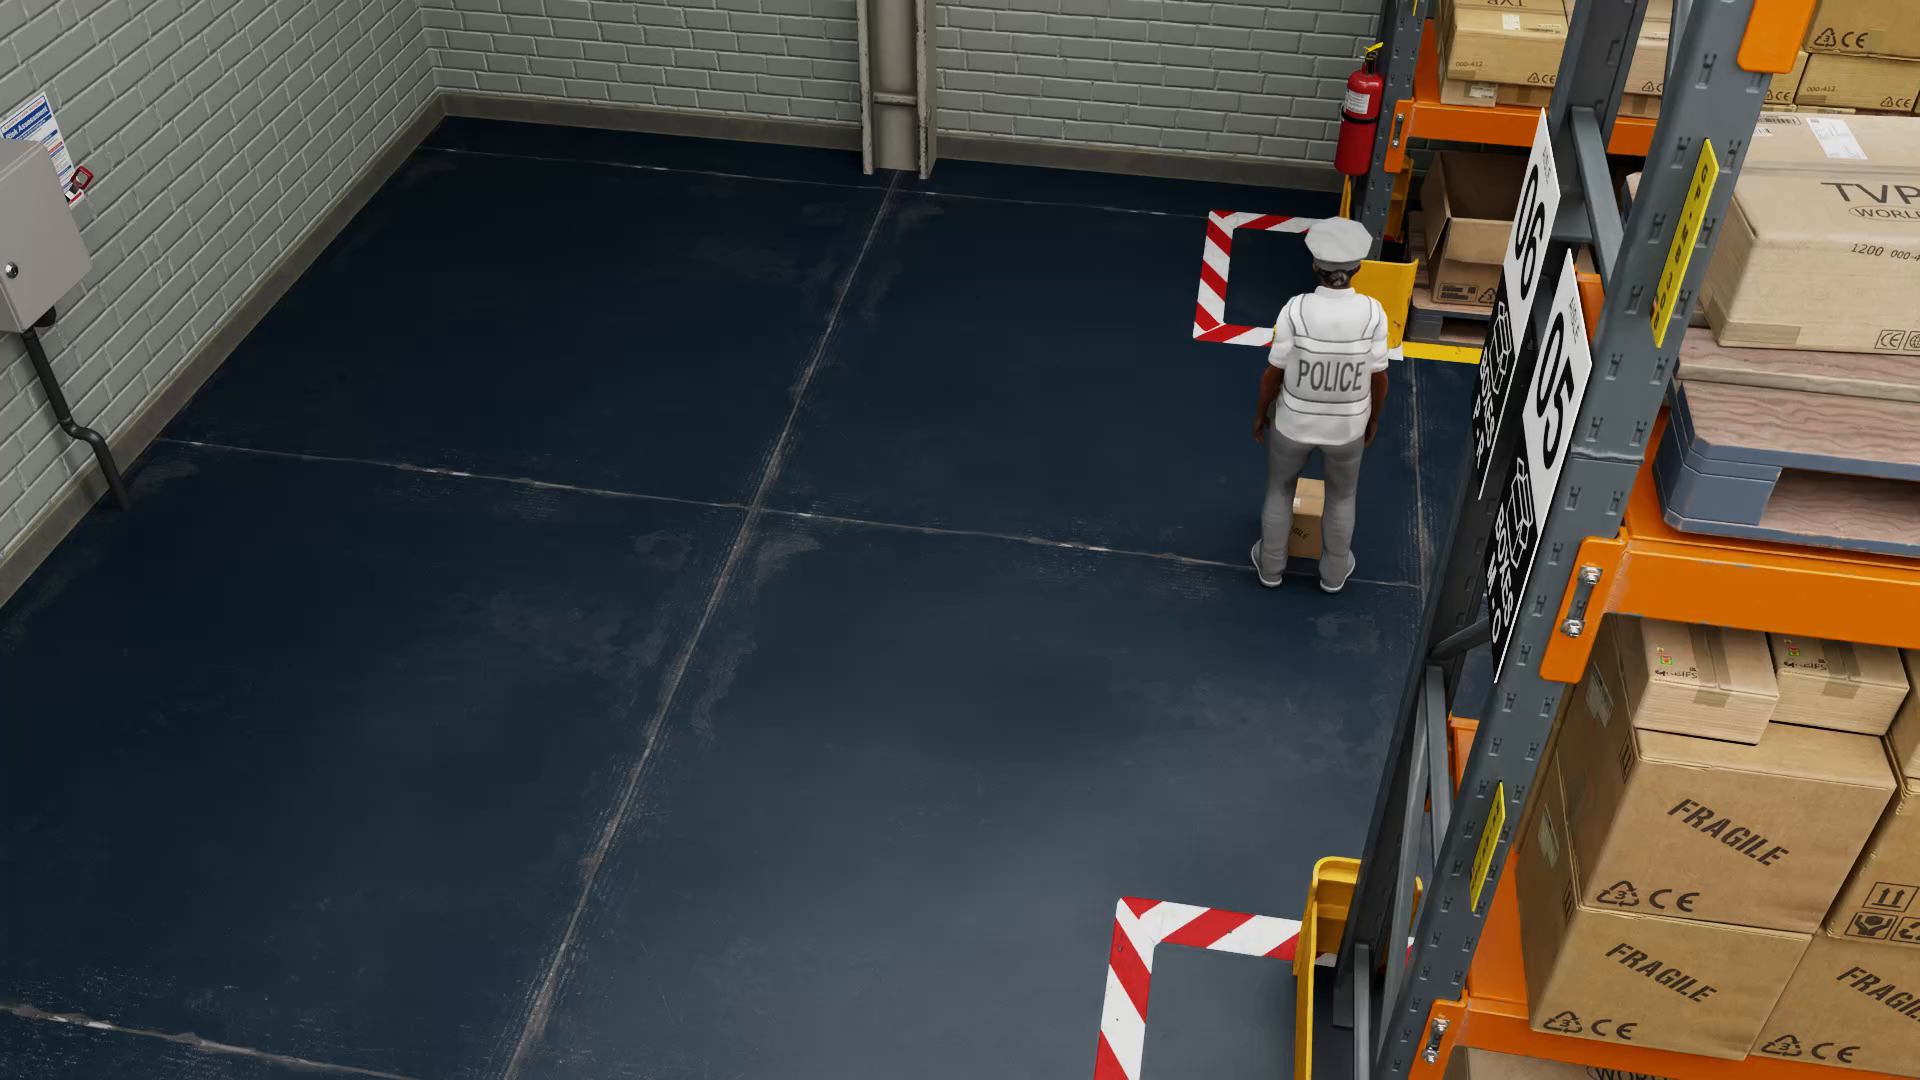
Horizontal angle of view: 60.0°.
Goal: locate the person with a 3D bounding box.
[{"bbox_3d":[1.457,-0.484,6.716,0.532,1.662,0.395,4,41,5],"label":"person"}]
